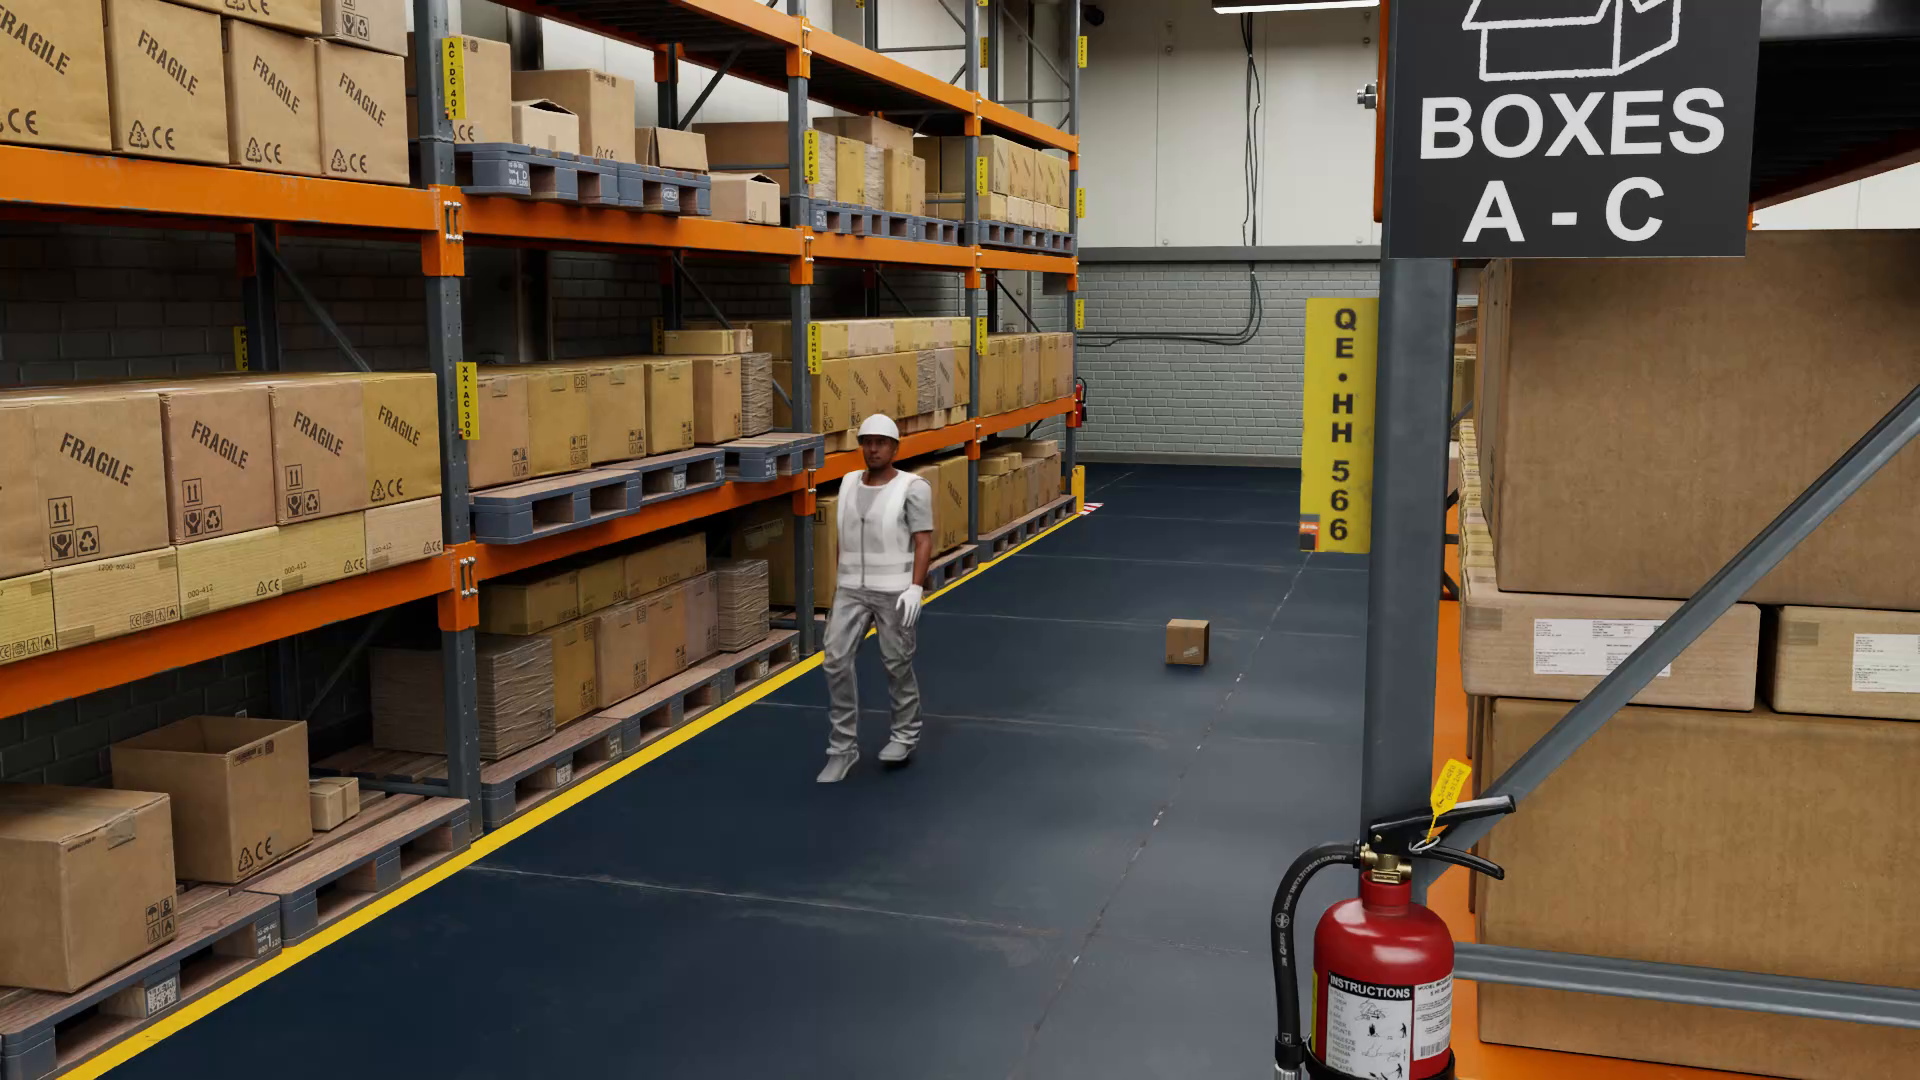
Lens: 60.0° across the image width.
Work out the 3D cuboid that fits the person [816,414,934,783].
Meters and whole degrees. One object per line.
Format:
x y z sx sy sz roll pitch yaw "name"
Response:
-0.438 0.301 8.288 0.602 1.846 0.626 4 9 23 "person"
